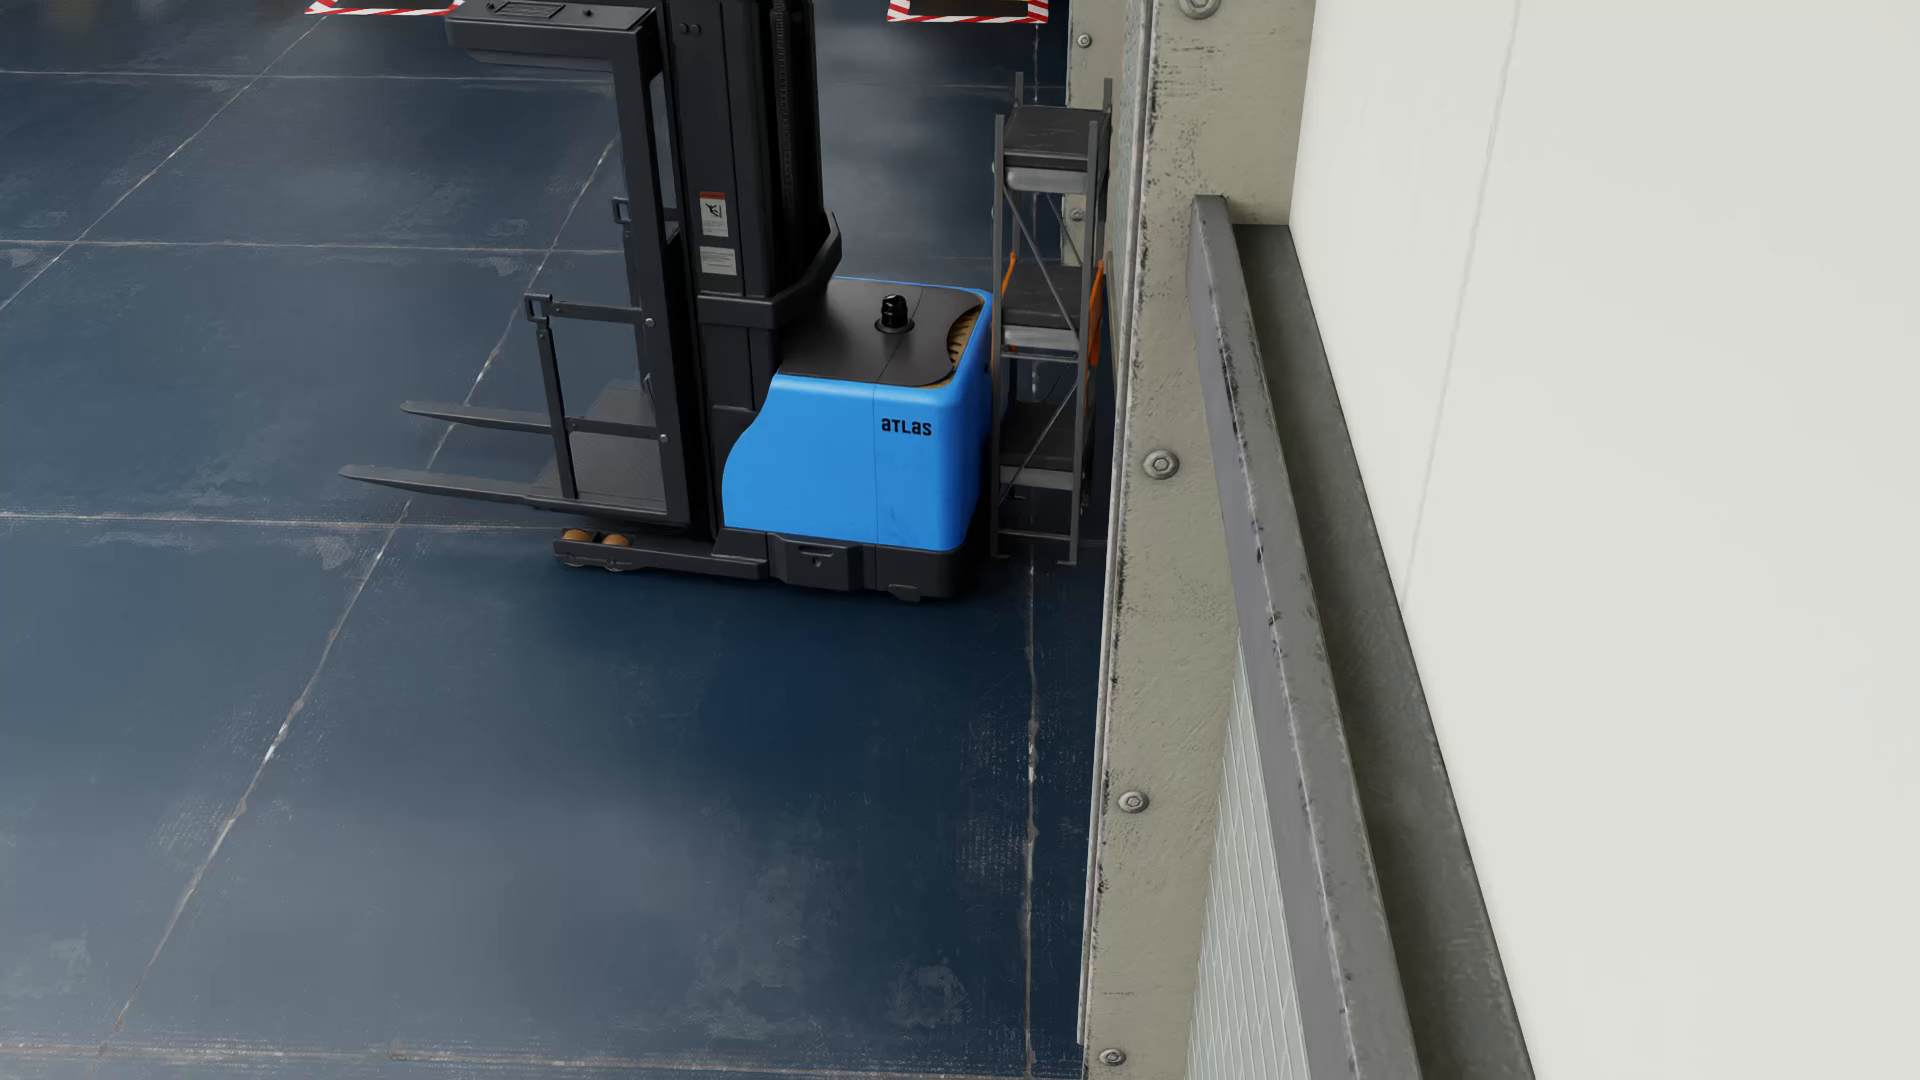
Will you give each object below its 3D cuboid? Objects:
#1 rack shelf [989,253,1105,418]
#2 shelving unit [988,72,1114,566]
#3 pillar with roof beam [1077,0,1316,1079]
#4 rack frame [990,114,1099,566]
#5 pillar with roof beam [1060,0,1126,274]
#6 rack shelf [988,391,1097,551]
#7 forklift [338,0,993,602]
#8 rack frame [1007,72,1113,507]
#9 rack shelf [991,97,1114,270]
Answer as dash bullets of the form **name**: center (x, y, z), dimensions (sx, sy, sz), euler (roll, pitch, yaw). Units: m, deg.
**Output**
- **rack shelf**: center (0.380, -0.892, 7.217), dimensions (0.431, 0.518, 0.480), euler (6, 36, 9)
- **shelving unit**: center (0.380, -0.903, 7.209), dimensions (0.431, 2.100, 0.503), euler (6, 36, 9)
- **pillar with roof beam**: center (-3.771, -2.054, 2.847), dimensions (9.100, 9.000, 0.400), euler (1, 35, 2)
- **rack frame**: center (0.335, -0.765, 7.013), dimensions (0.400, 2.100, 0.015), euler (6, 36, 9)
- **pillar with roof beam**: center (-3.530, -5.502, 7.752), dimensions (9.100, 9.000, 0.400), euler (1, 35, 2)
- **rack shelf**: center (0.380, -0.319, 7.620), dimensions (0.431, 0.518, 0.480), euler (6, 36, 9)
- **forklift**: center (-1.374, -1.345, 7.115), dimensions (3.031, 2.935, 1.130), euler (7, 36, 9)
- **rack frame**: center (0.425, -1.041, 7.405), dimensions (0.400, 2.100, 0.015), euler (6, 36, 9)
- **rack shelf**: center (0.380, -1.465, 6.815), dimensions (0.431, 0.518, 0.480), euler (6, 36, 9)
